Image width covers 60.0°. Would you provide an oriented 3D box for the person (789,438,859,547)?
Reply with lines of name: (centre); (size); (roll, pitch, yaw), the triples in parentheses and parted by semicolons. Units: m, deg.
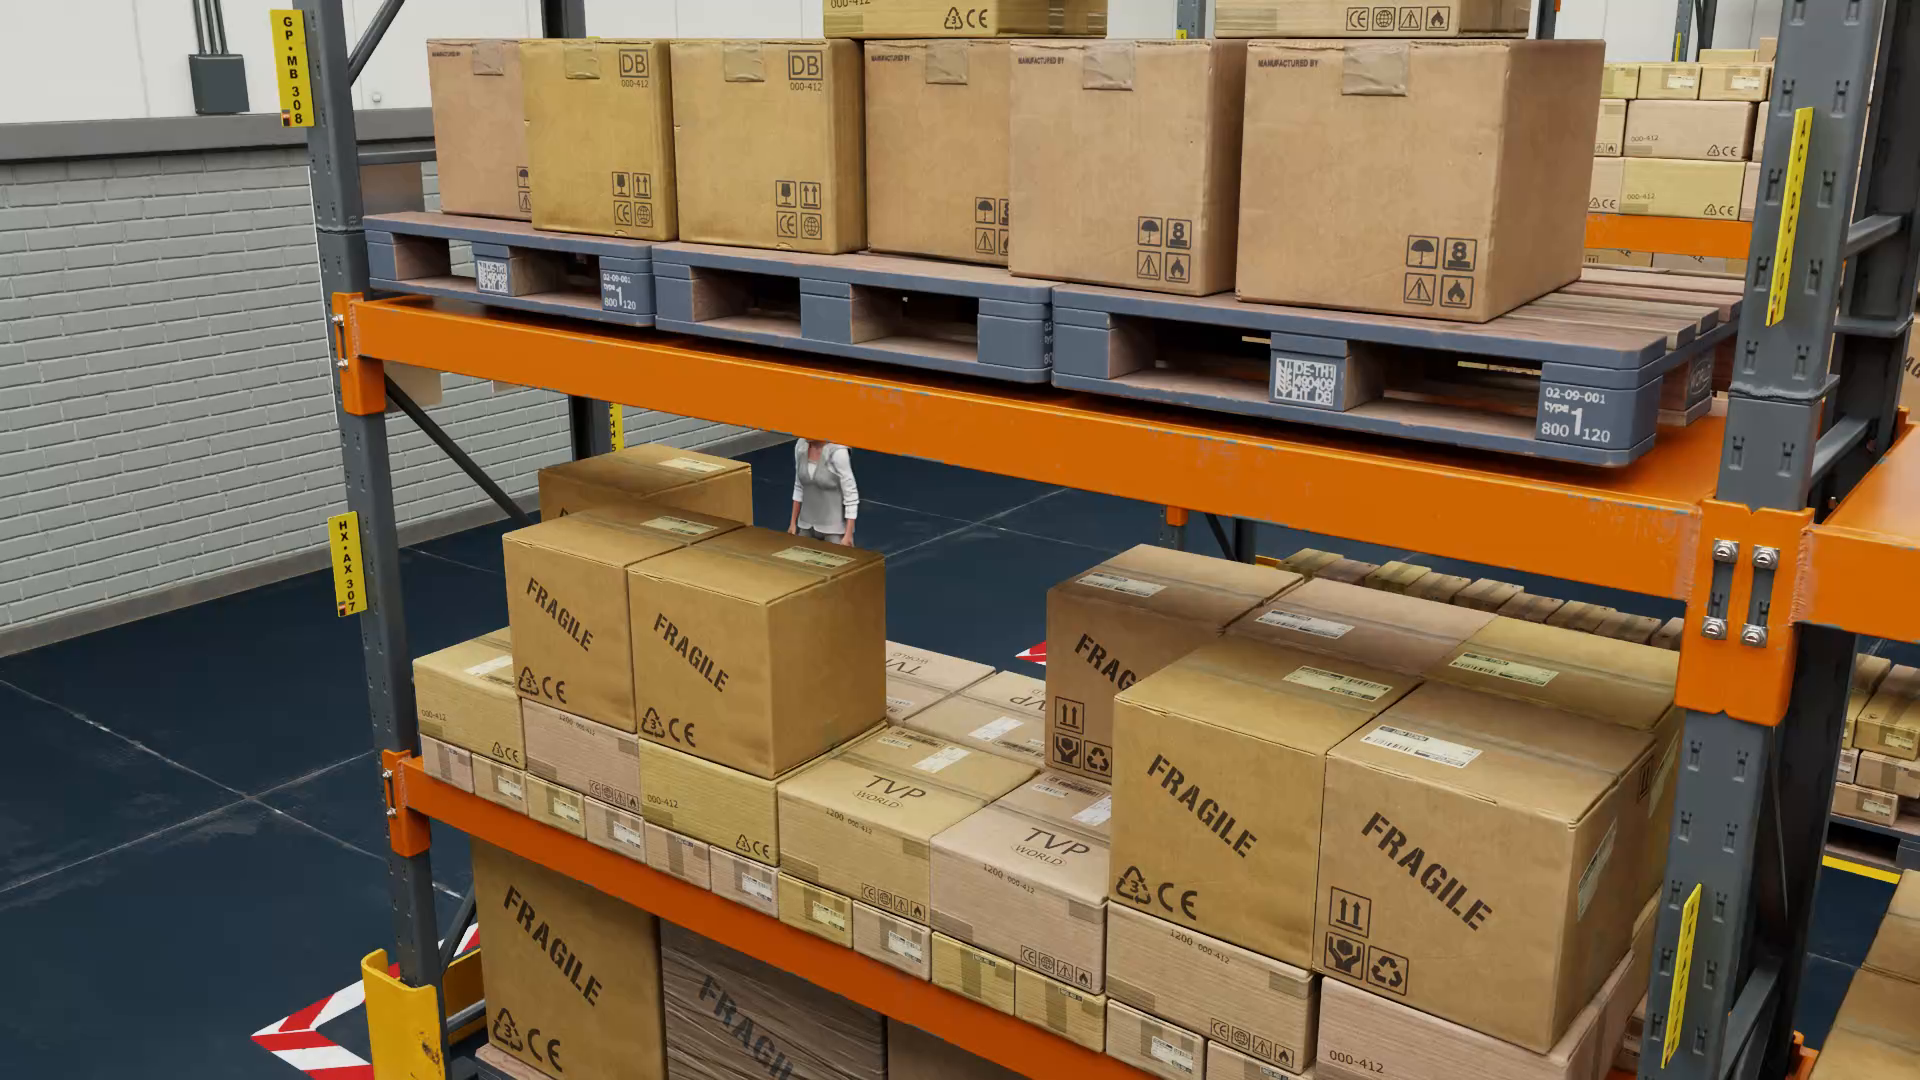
person: (-0.798, -0.041, 9.699); (0.471, 1.591, 0.350); (12, 20, 34)
